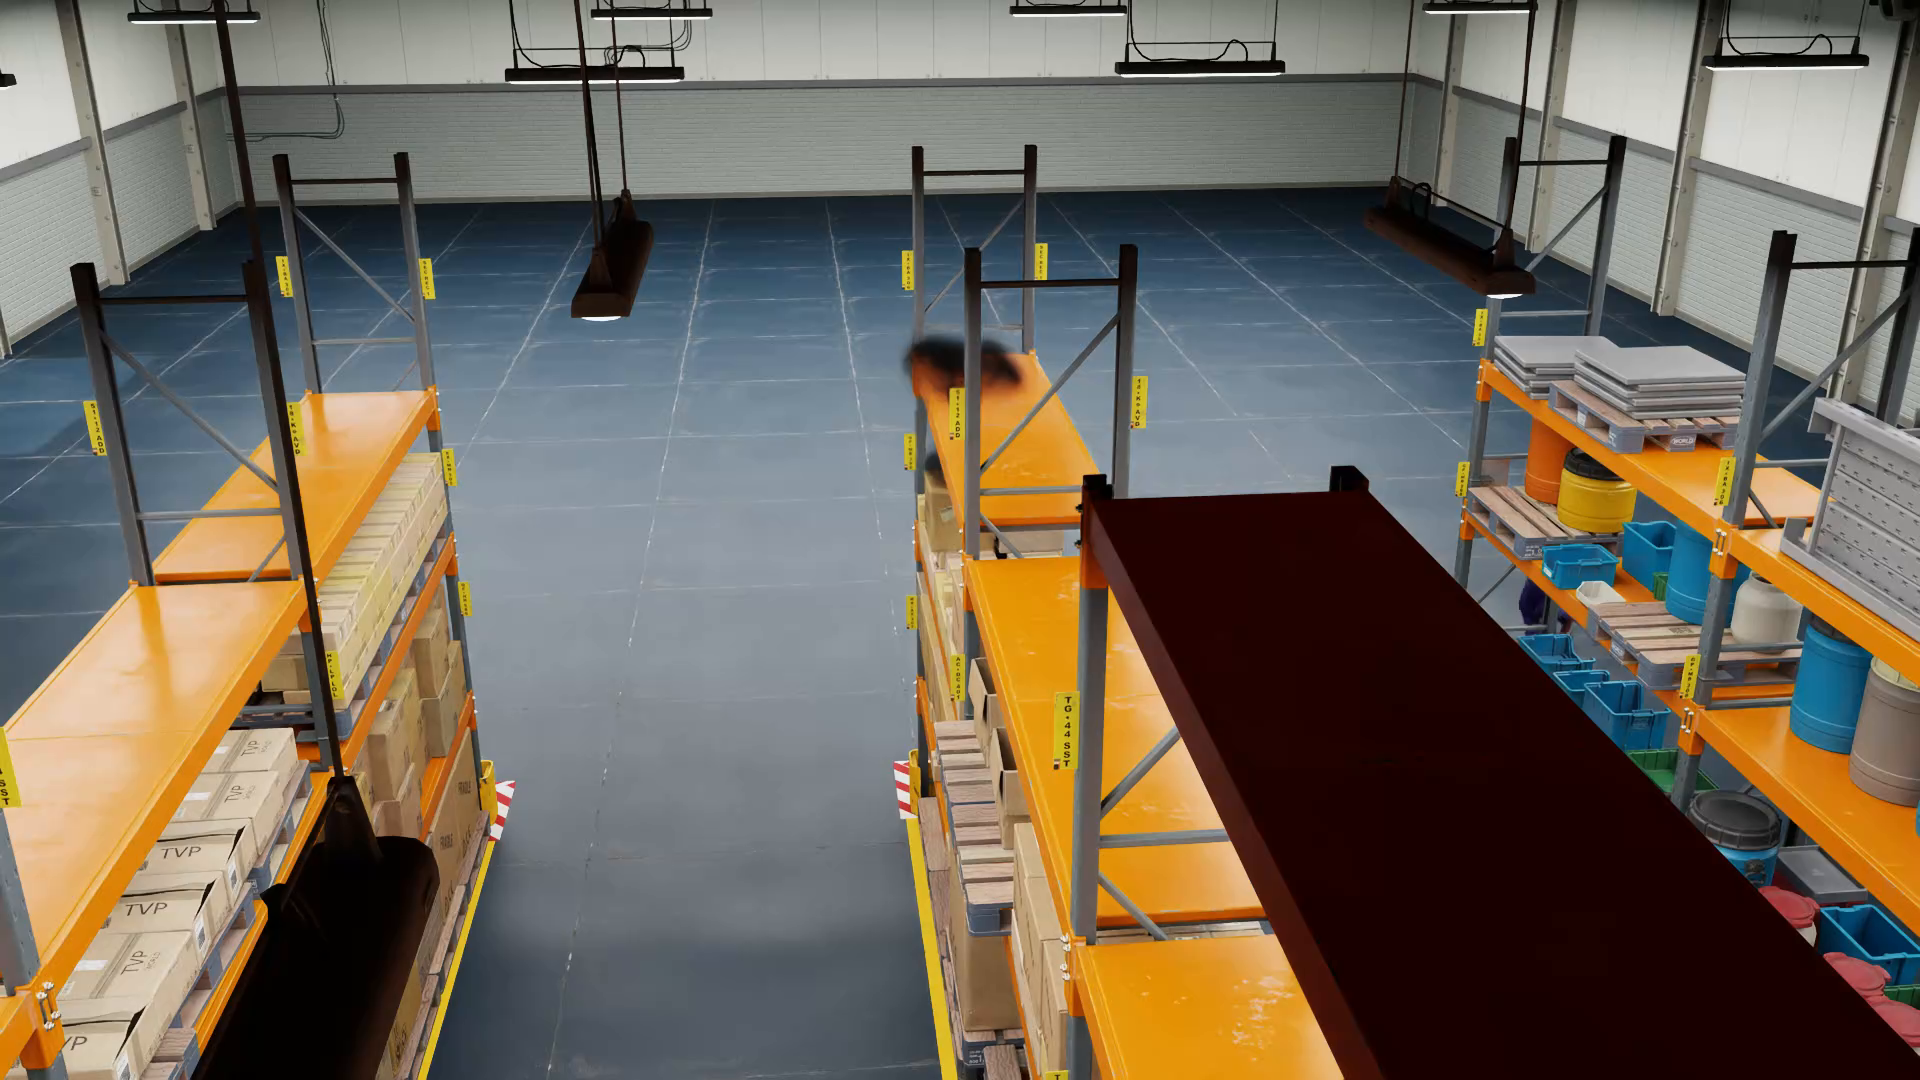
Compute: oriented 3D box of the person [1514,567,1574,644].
[{"bbox_3d":[6.495,0.446,18.448,0.741,1.593,0.597,9,23,22],"label":"person"}]
